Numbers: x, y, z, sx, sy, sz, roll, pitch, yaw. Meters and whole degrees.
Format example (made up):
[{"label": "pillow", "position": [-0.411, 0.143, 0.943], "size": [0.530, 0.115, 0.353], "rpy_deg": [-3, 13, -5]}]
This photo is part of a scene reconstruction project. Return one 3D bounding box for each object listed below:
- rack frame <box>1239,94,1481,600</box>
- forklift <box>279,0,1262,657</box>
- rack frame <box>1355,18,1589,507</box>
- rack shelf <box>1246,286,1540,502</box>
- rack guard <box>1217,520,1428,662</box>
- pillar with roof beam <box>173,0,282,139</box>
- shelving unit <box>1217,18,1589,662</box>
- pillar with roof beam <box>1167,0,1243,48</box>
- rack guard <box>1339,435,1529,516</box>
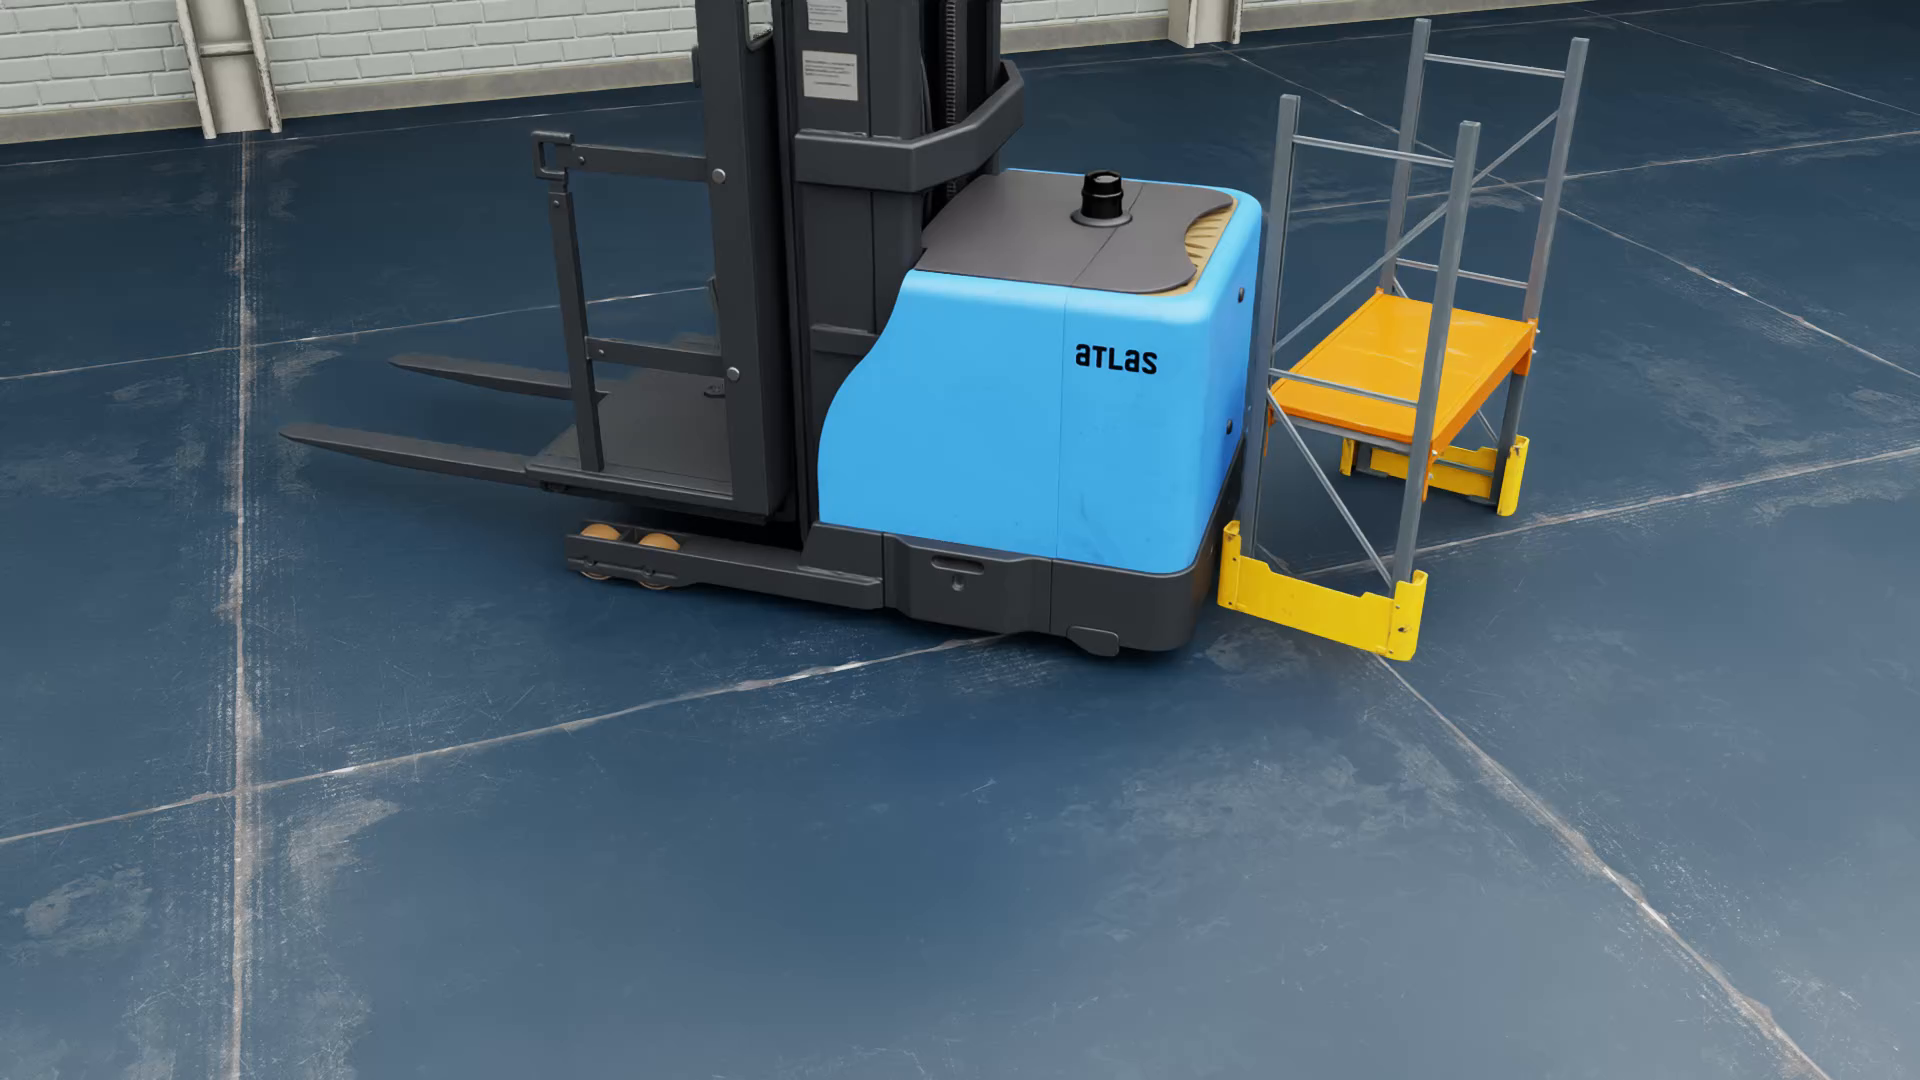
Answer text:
[{"label": "rack frame", "position": [1.023, -0.402, 4.440], "size": [0.500, 1.500, 0.032], "rpy_deg": [17, 34, 28]}, {"label": "forklift", "position": [-0.677, -1.363, 4.681], "size": [3.031, 2.935, 1.130], "rpy_deg": [9, 31, 15]}, {"label": "rack frame", "position": [1.564, -0.828, 5.188], "size": [0.500, 1.500, 0.032], "rpy_deg": [17, 34, 28]}, {"label": "rack shelf", "position": [1.294, -0.458, 4.903], "size": [0.538, 0.185, 1.000], "rpy_deg": [17, 34, 28]}, {"label": "rack guard", "position": [1.024, 0.141, 4.750], "size": [0.587, 0.250, 0.087], "rpy_deg": [17, 34, 28]}, {"label": "pillar with roof beam", "position": [-2.501, -4.214, 3.557], "size": [0.400, 9.000, 9.100], "rpy_deg": [-10, 31, -18]}, {"label": "shelving unit", "position": [1.289, -0.611, 4.807], "size": [0.587, 1.500, 1.083], "rpy_deg": [17, 34, 28]}, {"label": "pillar with roof beam", "position": [3.123, -5.250, 5.374], "size": [0.400, 9.000, 9.100], "rpy_deg": [-10, 31, -18]}, {"label": "rack guard", "position": [1.554, -0.276, 5.483], "size": [0.587, 0.250, 0.087], "rpy_deg": [17, 34, 28]}]
